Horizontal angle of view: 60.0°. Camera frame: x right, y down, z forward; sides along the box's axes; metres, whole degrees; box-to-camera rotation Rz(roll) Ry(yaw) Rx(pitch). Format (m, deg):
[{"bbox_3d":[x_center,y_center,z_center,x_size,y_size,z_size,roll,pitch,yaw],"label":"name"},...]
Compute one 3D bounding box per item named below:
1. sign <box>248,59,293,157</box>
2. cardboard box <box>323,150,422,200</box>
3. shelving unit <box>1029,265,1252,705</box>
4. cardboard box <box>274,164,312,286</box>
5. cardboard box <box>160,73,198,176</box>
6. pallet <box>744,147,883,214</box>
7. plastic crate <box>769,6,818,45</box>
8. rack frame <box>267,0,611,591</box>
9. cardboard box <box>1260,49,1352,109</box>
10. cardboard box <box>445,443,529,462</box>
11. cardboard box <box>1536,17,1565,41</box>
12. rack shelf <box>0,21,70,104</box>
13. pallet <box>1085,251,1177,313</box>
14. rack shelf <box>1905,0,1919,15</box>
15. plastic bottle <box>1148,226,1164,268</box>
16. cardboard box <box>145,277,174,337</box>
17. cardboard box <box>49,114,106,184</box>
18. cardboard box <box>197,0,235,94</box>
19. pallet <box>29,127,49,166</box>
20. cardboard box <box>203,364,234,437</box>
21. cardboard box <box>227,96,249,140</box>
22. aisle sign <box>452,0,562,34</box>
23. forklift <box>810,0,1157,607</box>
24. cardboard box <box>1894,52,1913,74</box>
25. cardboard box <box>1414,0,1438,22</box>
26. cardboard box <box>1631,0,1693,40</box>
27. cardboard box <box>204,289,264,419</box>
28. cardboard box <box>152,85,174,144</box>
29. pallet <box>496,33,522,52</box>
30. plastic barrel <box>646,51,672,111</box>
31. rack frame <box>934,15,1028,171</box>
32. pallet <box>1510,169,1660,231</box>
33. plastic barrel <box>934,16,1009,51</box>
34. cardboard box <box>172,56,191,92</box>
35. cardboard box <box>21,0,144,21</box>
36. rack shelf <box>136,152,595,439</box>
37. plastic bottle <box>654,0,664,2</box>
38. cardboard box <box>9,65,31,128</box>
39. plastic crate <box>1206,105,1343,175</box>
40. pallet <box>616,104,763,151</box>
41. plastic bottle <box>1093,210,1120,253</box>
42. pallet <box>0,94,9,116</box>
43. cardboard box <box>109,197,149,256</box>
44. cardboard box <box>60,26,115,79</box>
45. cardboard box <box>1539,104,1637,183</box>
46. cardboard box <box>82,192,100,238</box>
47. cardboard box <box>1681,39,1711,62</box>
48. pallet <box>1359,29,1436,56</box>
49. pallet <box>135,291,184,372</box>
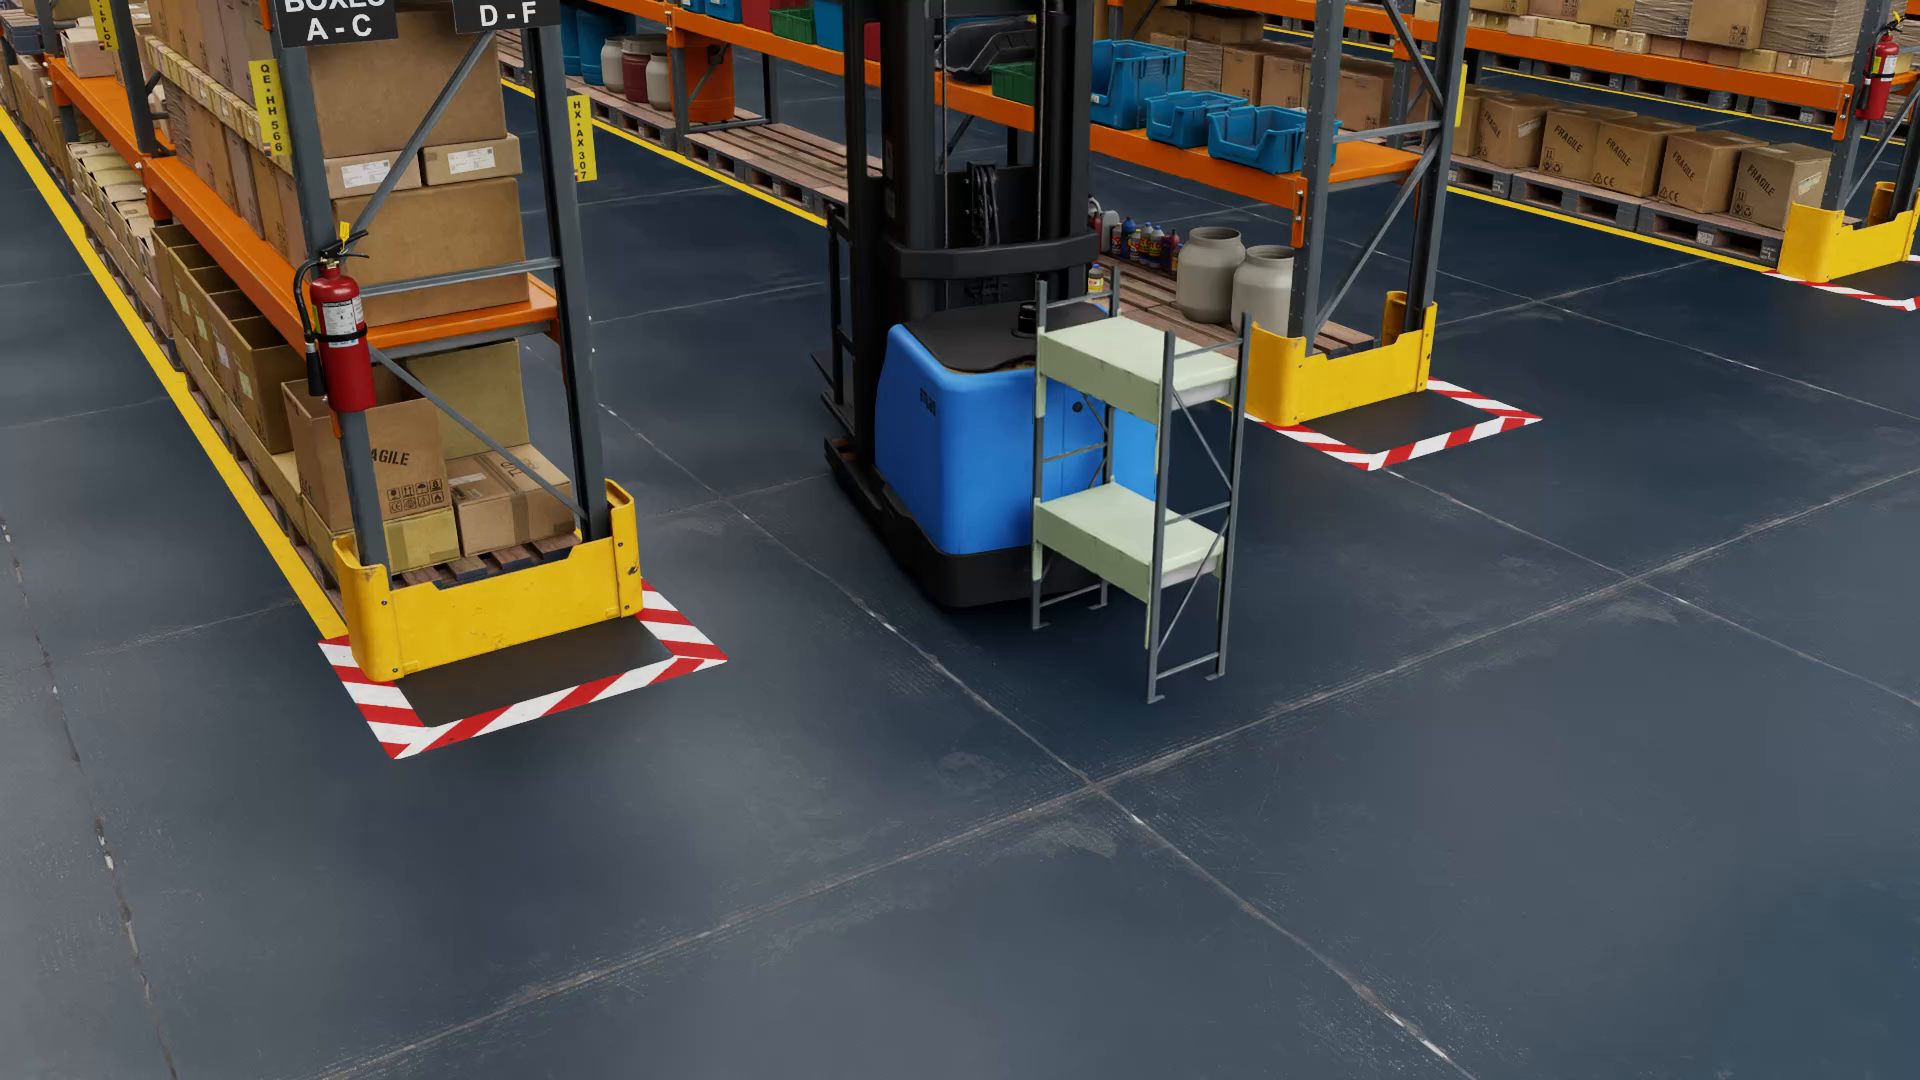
[{"bbox_3d":[-2.392,-1.500,5.780,0.100,0.325,0.005,-16,29,-30],"label":"sign"},{"bbox_3d":[-2.298,-1.422,6.371,0.380,0.149,0.250,-16,30,-30],"label":"cardboard box"},{"bbox_3d":[0.670,-0.223,6.465,0.431,1.500,0.755,-17,30,-31],"label":"shelving unit"},{"bbox_3d":[-2.464,-1.393,7.069,0.700,0.500,0.500,-15,29,-28],"label":"cardboard box"},{"bbox_3d":[-3.866,-2.309,9.011,0.700,0.500,0.500,-16,30,-31],"label":"cardboard box"},{"bbox_3d":[-1.092,-3.022,13.905,1.003,0.211,1.213,-16,29,-30],"label":"pallet"},{"bbox_3d":[-1.148,-4.036,13.034,0.450,0.188,0.662,-16,29,-30],"label":"plastic crate"},{"bbox_3d":[-1.930,-0.991,6.335,1.000,3.000,0.127,-16,29,-30],"label":"rack frame"},{"bbox_3d":[3.321,-4.397,15.963,0.700,0.500,0.500,-18,31,-34],"label":"cardboard box"},{"bbox_3d":[-2.312,-0.359,7.726,0.500,0.250,0.500,-16,29,-30],"label":"cardboard box"},{"bbox_3d":[4.757,-4.027,13.061,0.380,0.149,0.250,-16,29,-30],"label":"cardboard box"},{"bbox_3d":[-7.389,-4.242,14.065,1.077,0.370,4.000,-16,29,-30],"label":"rack shelf"},{"bbox_3d":[1.041,-1.627,10.949,1.003,0.211,1.213,-16,29,-30],"label":"pallet"},{"bbox_3d":[9.492,-4.808,15.263,1.077,0.370,4.000,-16,29,-30],"label":"rack shelf"},{"bbox_3d":[1.307,-1.953,11.053,0.097,0.271,0.097,0,25,0],"label":"plastic bottle"},{"bbox_3d":[-4.582,-1.449,10.034,0.500,0.250,0.500,-16,30,-30],"label":"cardboard box"},{"bbox_3d":[-7.004,-3.201,13.429,0.500,0.500,0.500,-14,29,-28],"label":"cardboard box"},{"bbox_3d":[-3.044,-2.358,7.594,0.700,0.500,0.500,-16,29,-30],"label":"cardboard box"},{"bbox_3d":[-8.005,-3.740,15.425,1.003,0.211,1.213,-16,29,-30],"label":"pallet"},{"bbox_3d":[-3.577,-0.771,8.599,0.500,0.250,0.500,-16,29,-30],"label":"cardboard box"},{"bbox_3d":[-3.006,-1.884,7.351,0.380,0.149,0.250,-15,29,-28],"label":"cardboard box"},{"bbox_3d":[-1.637,-2.214,5.882,0.394,0.787,0.004,-16,29,-30],"label":"aisle sign"},{"bbox_3d":[-0.055,-1.649,7.809,1.130,2.935,3.031,-8,26,-17],"label":"forklift"},{"bbox_3d":[6.417,-3.342,11.610,0.380,0.149,0.250,-16,29,-30],"label":"cardboard box"},{"bbox_3d":[4.054,-4.468,13.995,0.380,0.149,0.250,-16,29,-30],"label":"cardboard box"},{"bbox_3d":[5.485,-4.021,12.288,0.875,0.500,0.500,-16,29,-30],"label":"cardboard box"},{"bbox_3d":[-3.302,-0.932,8.062,0.500,0.500,0.500,-16,29,-30],"label":"cardboard box"},{"bbox_3d":[-4.419,-2.520,9.749,0.500,0.250,0.500,-14,28,-26],"label":"cardboard box"},{"bbox_3d":[-5.432,-5.866,19.928,1.003,0.211,1.213,-16,29,-30],"label":"pallet"},{"bbox_3d":[-2.809,-4.422,16.026,0.421,0.512,0.421,0,25,0],"label":"plastic barrel"},{"bbox_3d":[0.039,-3.575,11.808,1.000,3.000,0.127,-16,29,-30],"label":"rack frame"},{"bbox_3d":[5.255,-2.799,13.432,1.003,0.211,1.213,-16,29,-30],"label":"pallet"},{"bbox_3d":[0.082,-4.010,12.143,0.600,0.901,0.708,-16,29,-30],"label":"plastic barrel"},{"bbox_3d":[-3.705,-2.344,8.324,0.380,0.149,0.250,-16,30,-30],"label":"cardboard box"},{"bbox_3d":[-6.735,-4.286,12.707,0.500,0.500,0.700,18,31,33],"label":"cardboard box"},{"bbox_3d":[-3.021,-1.381,8.004,1.077,0.370,4.000,-16,29,-30],"label":"rack shelf"},{"bbox_3d":[-2.723,-4.998,14.960,0.061,0.283,0.133,-16,29,-30],"label":"plastic bottle"},{"bbox_3d":[-8.420,-4.122,15.380,0.500,0.500,0.500,-17,30,-32],"label":"cardboard box"},{"bbox_3d":[1.699,-2.186,9.041,0.499,0.251,0.616,-16,29,-30],"label":"plastic crate"},{"bbox_3d":[-2.610,-4.016,16.011,1.003,0.211,1.213,-16,29,-30],"label":"pallet"},{"bbox_3d":[0.999,-2.135,11.435,0.152,0.276,0.135,-15,29,-29],"label":"plastic bottle"},{"bbox_3d":[-9.525,-4.704,17.469,1.003,0.211,1.213,-16,29,-30],"label":"pallet"},{"bbox_3d":[-5.134,-2.063,10.679,0.500,0.311,0.500,-16,29,-30],"label":"cardboard box"},{"bbox_3d":[-5.971,-3.447,11.642,0.500,0.311,0.500,-16,30,-30],"label":"cardboard box"},{"bbox_3d":[5.097,-3.229,13.513,0.500,0.500,0.500,-19,31,-34],"label":"cardboard box"},{"bbox_3d":[-5.982,-2.363,11.972,0.500,0.250,0.500,-16,30,-31],"label":"cardboard box"},{"bbox_3d":[5.503,-3.597,12.151,0.380,0.149,0.250,-16,29,-30],"label":"cardboard box"},{"bbox_3d":[5.791,-6.298,20.844,1.003,0.211,1.213,-16,29,-30],"label":"pallet"},{"bbox_3d":[-4.548,-1.415,10.500,1.003,0.211,1.213,-16,29,-30],"label":"pallet"}]
